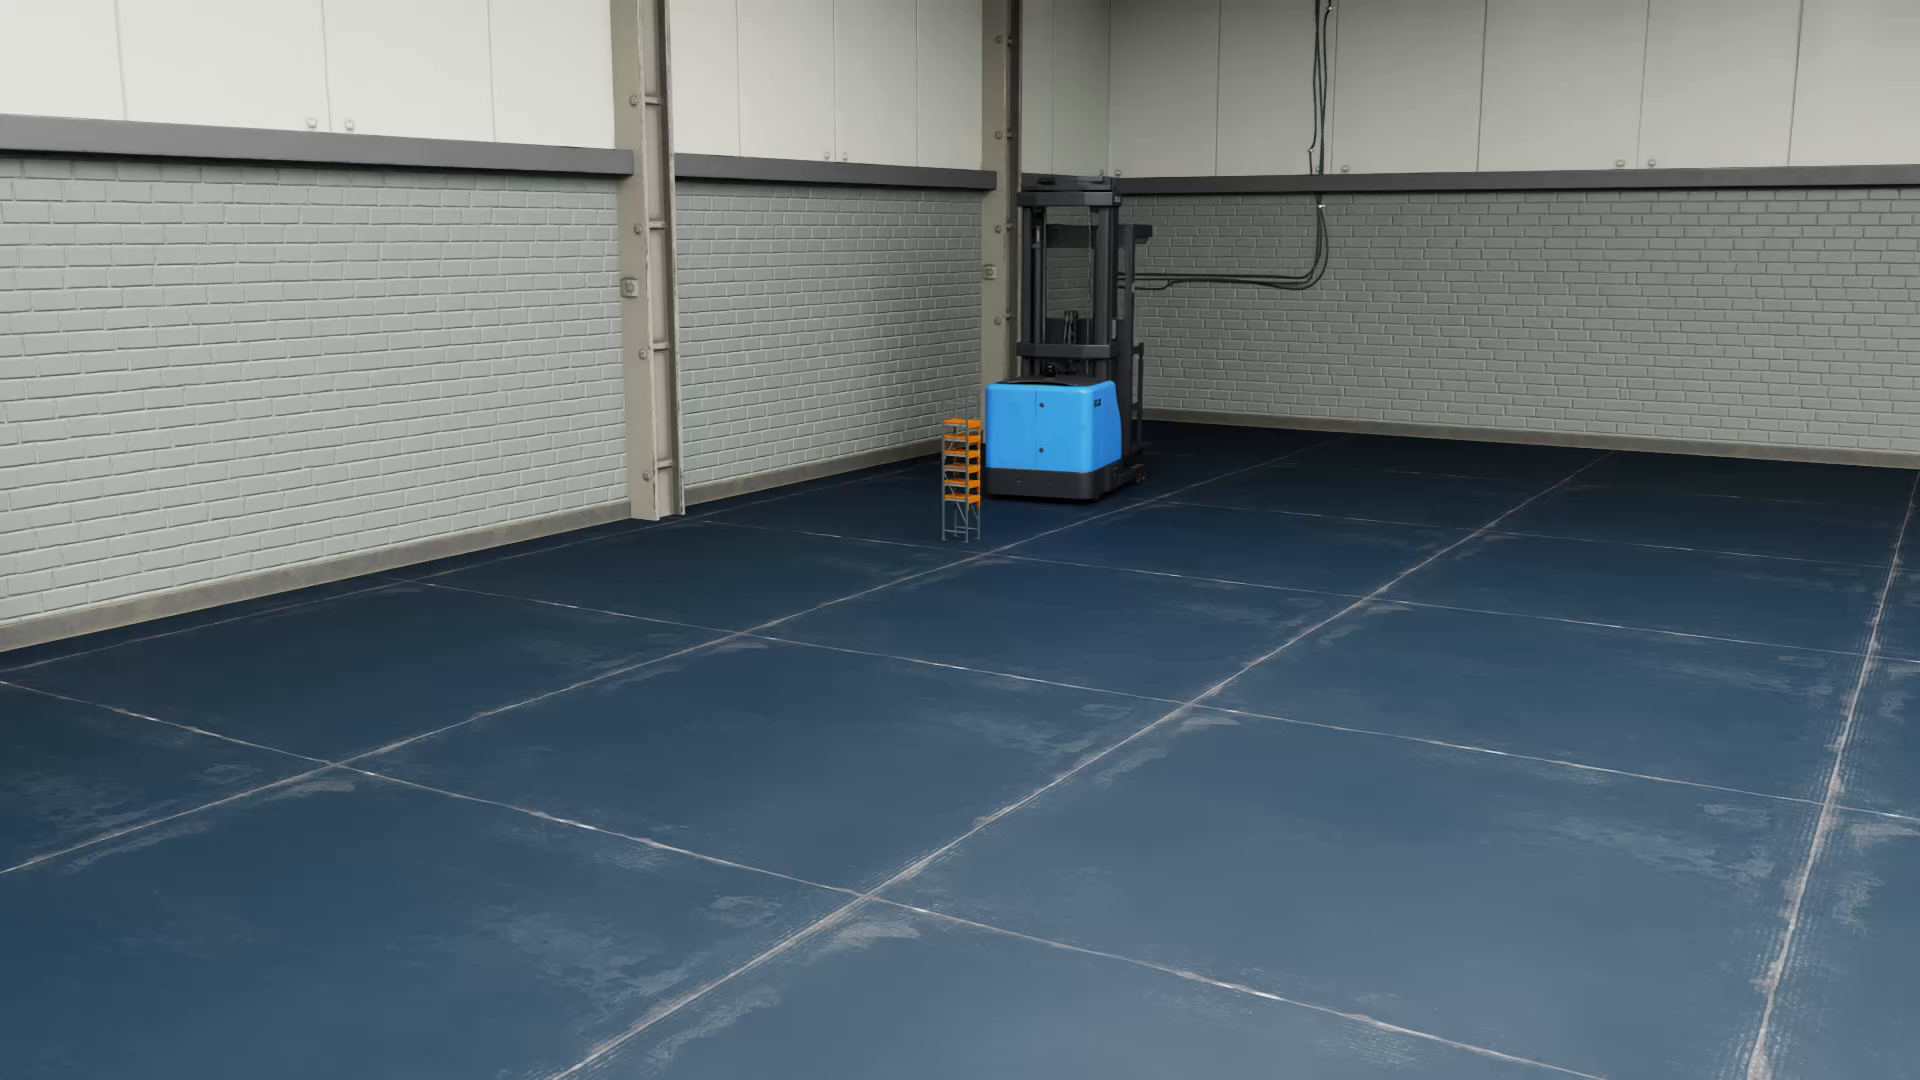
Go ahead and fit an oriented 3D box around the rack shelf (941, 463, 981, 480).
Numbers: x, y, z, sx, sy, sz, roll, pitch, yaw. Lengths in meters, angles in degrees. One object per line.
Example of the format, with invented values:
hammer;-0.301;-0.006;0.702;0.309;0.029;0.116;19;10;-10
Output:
rack shelf;0.008;-0.548;13.279;0.258;0.103;0.180;6;12;31

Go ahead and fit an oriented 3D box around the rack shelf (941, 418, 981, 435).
rack shelf;0.008;-0.902;13.212;0.258;0.103;0.180;6;12;31

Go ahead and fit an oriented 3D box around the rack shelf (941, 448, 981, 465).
rack shelf;0.008;-0.666;13.257;0.258;0.103;0.180;6;12;31

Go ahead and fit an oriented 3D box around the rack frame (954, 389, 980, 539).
rack frame;0.055;-0.606;13.347;0.240;1.200;0.006;6;12;31

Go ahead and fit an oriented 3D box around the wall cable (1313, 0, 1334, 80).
wall cable;5.446;-6.613;18.952;3.097;2.526;0.112;6;12;31

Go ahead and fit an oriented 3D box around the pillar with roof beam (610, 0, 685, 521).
pillar with roof beam;1.038;-4.224;11.474;9.100;9.000;0.400;6;12;31

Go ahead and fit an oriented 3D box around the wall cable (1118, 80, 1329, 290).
wall cable;3.134;-4.389;20.797;3.097;2.526;0.112;6;12;31

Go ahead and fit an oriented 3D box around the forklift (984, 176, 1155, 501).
forklift;1.220;-2.024;16.215;1.130;2.935;3.031;4;11;21

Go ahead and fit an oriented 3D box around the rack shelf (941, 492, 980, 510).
rack shelf;0.008;-0.312;13.323;0.258;0.103;0.180;6;12;31

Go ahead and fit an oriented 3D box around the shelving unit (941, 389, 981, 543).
shelving unit;0.008;-0.592;13.270;0.258;1.200;0.189;6;12;31

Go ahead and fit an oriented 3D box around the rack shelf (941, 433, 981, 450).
rack shelf;0.008;-0.784;13.234;0.258;0.103;0.180;6;12;31

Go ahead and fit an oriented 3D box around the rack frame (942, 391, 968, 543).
rack frame;-0.040;-0.578;13.194;0.240;1.200;0.006;6;12;31

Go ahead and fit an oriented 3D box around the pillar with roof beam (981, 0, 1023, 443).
pillar with roof beam;4.153;-5.167;16.515;9.100;9.000;0.400;6;12;31

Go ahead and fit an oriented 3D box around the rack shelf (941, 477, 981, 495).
rack shelf;0.008;-0.430;13.301;0.258;0.103;0.180;6;12;31
